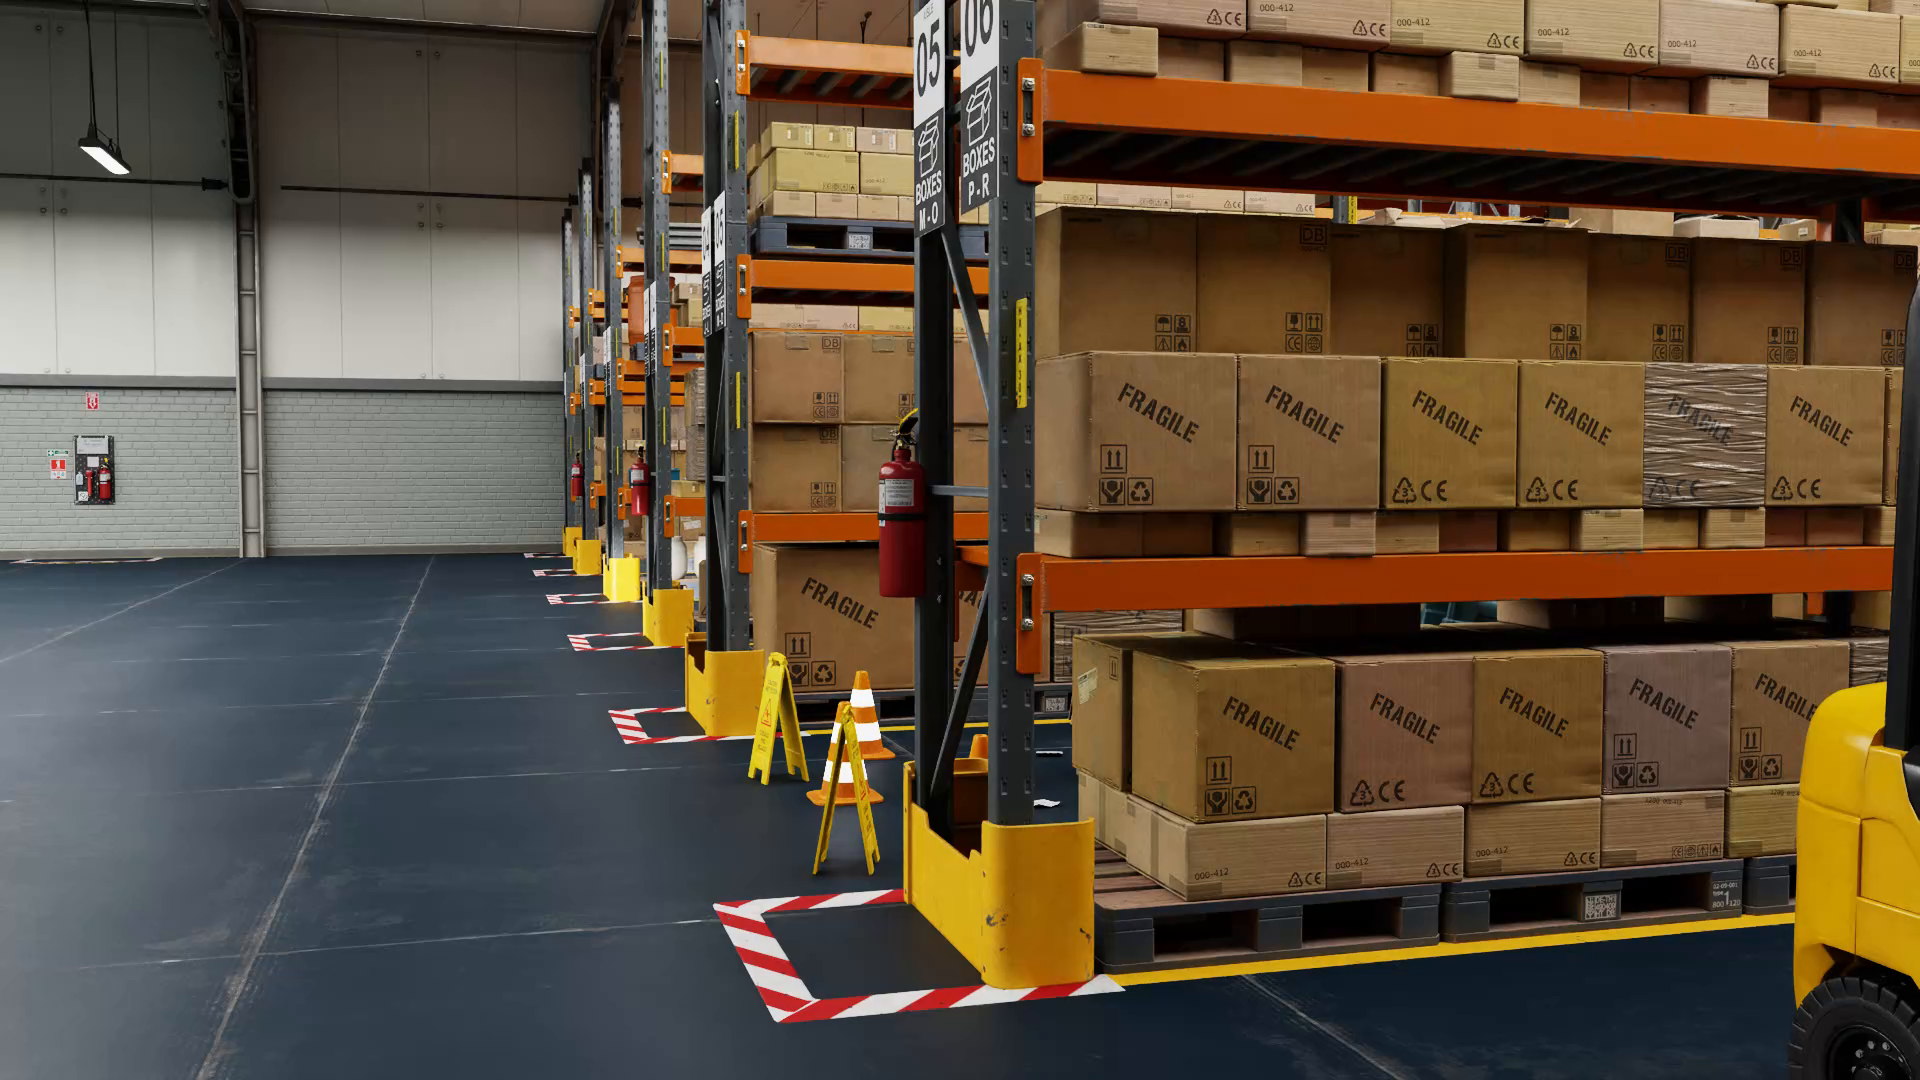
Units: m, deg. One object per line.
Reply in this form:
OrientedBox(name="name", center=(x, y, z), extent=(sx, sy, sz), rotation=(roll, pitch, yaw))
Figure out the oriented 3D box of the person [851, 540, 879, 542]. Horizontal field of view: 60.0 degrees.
OrientedBox(name="person", center=(-0.905, -0.105, 17.943), extent=(0.581, 1.771, 0.461), rotation=(-1, 3, -16))
